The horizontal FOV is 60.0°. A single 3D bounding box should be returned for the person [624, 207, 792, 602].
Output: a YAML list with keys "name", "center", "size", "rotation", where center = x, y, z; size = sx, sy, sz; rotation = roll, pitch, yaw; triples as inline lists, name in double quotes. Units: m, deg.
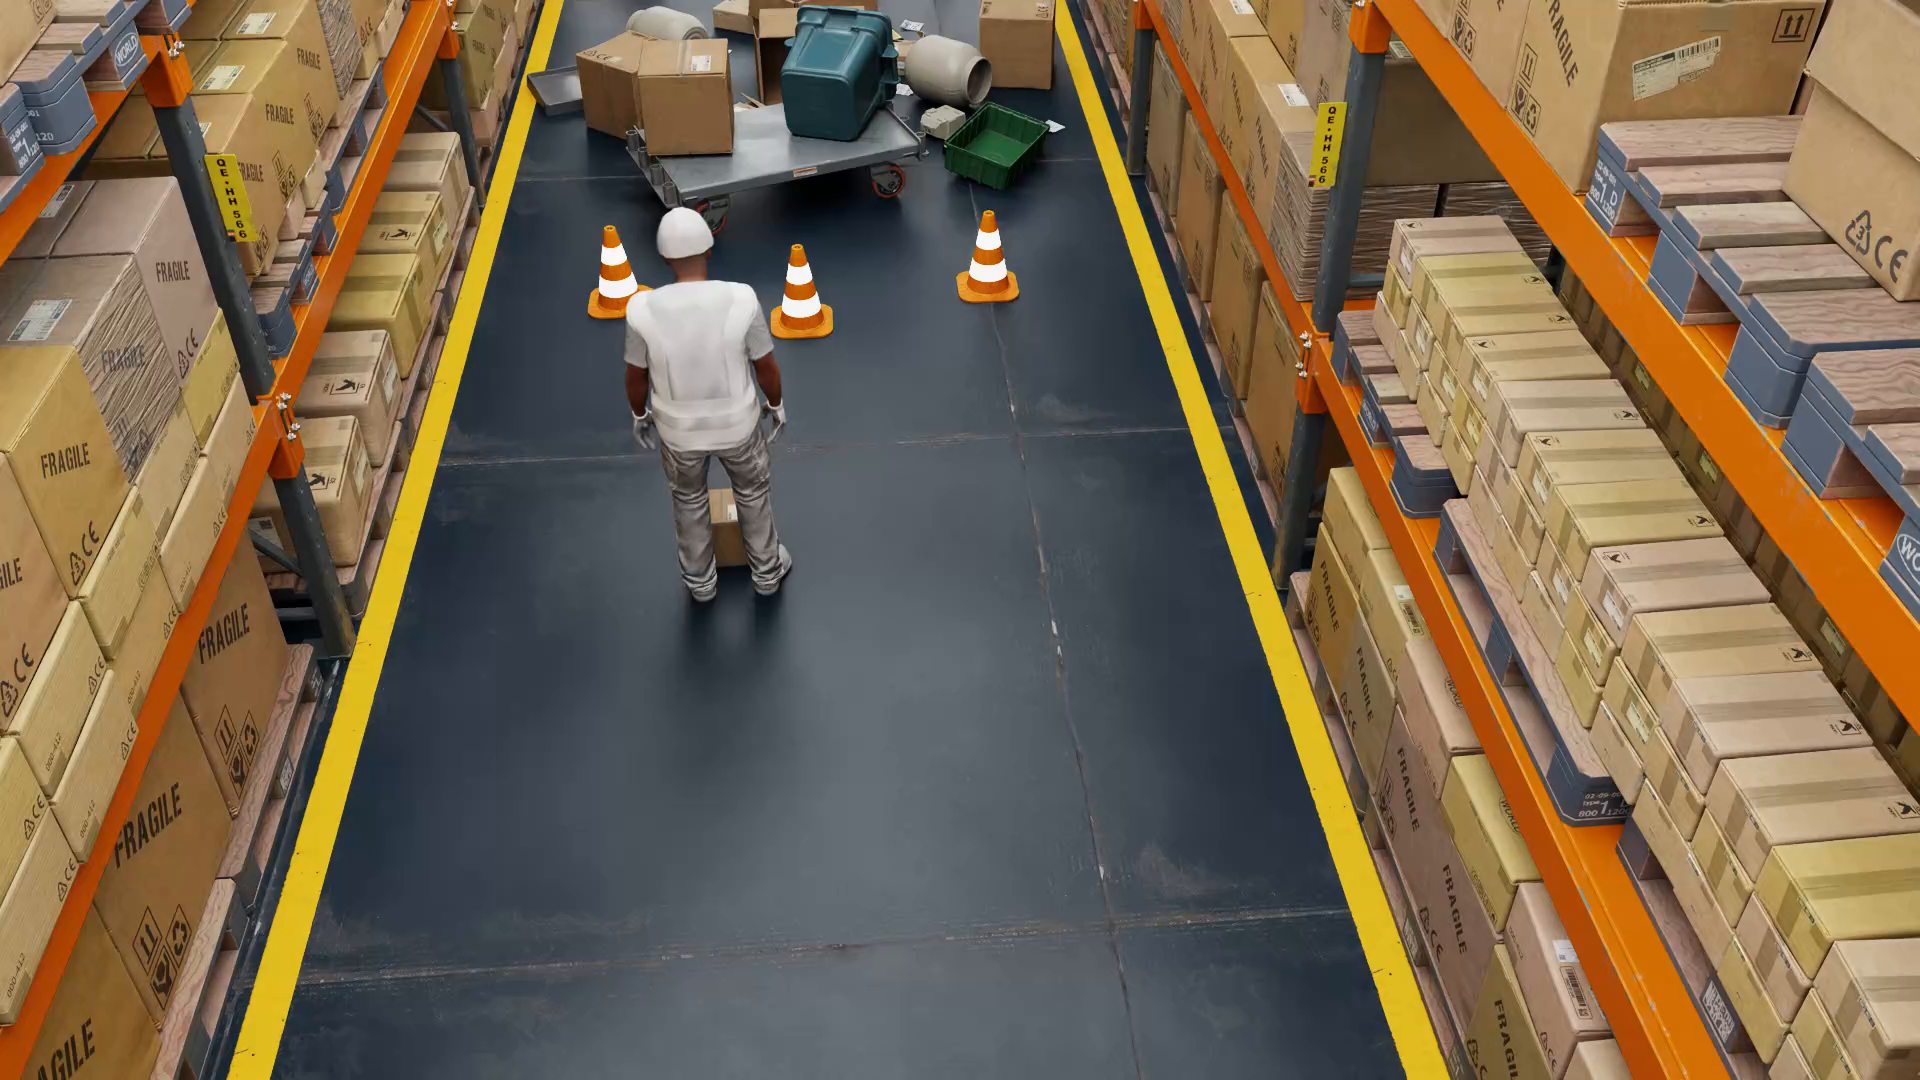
- name: "person"
  center: [-1.022, -0.508, 6.778]
  size: [0.622, 1.774, 0.453]
  rotation: [-4, 39, -4]
